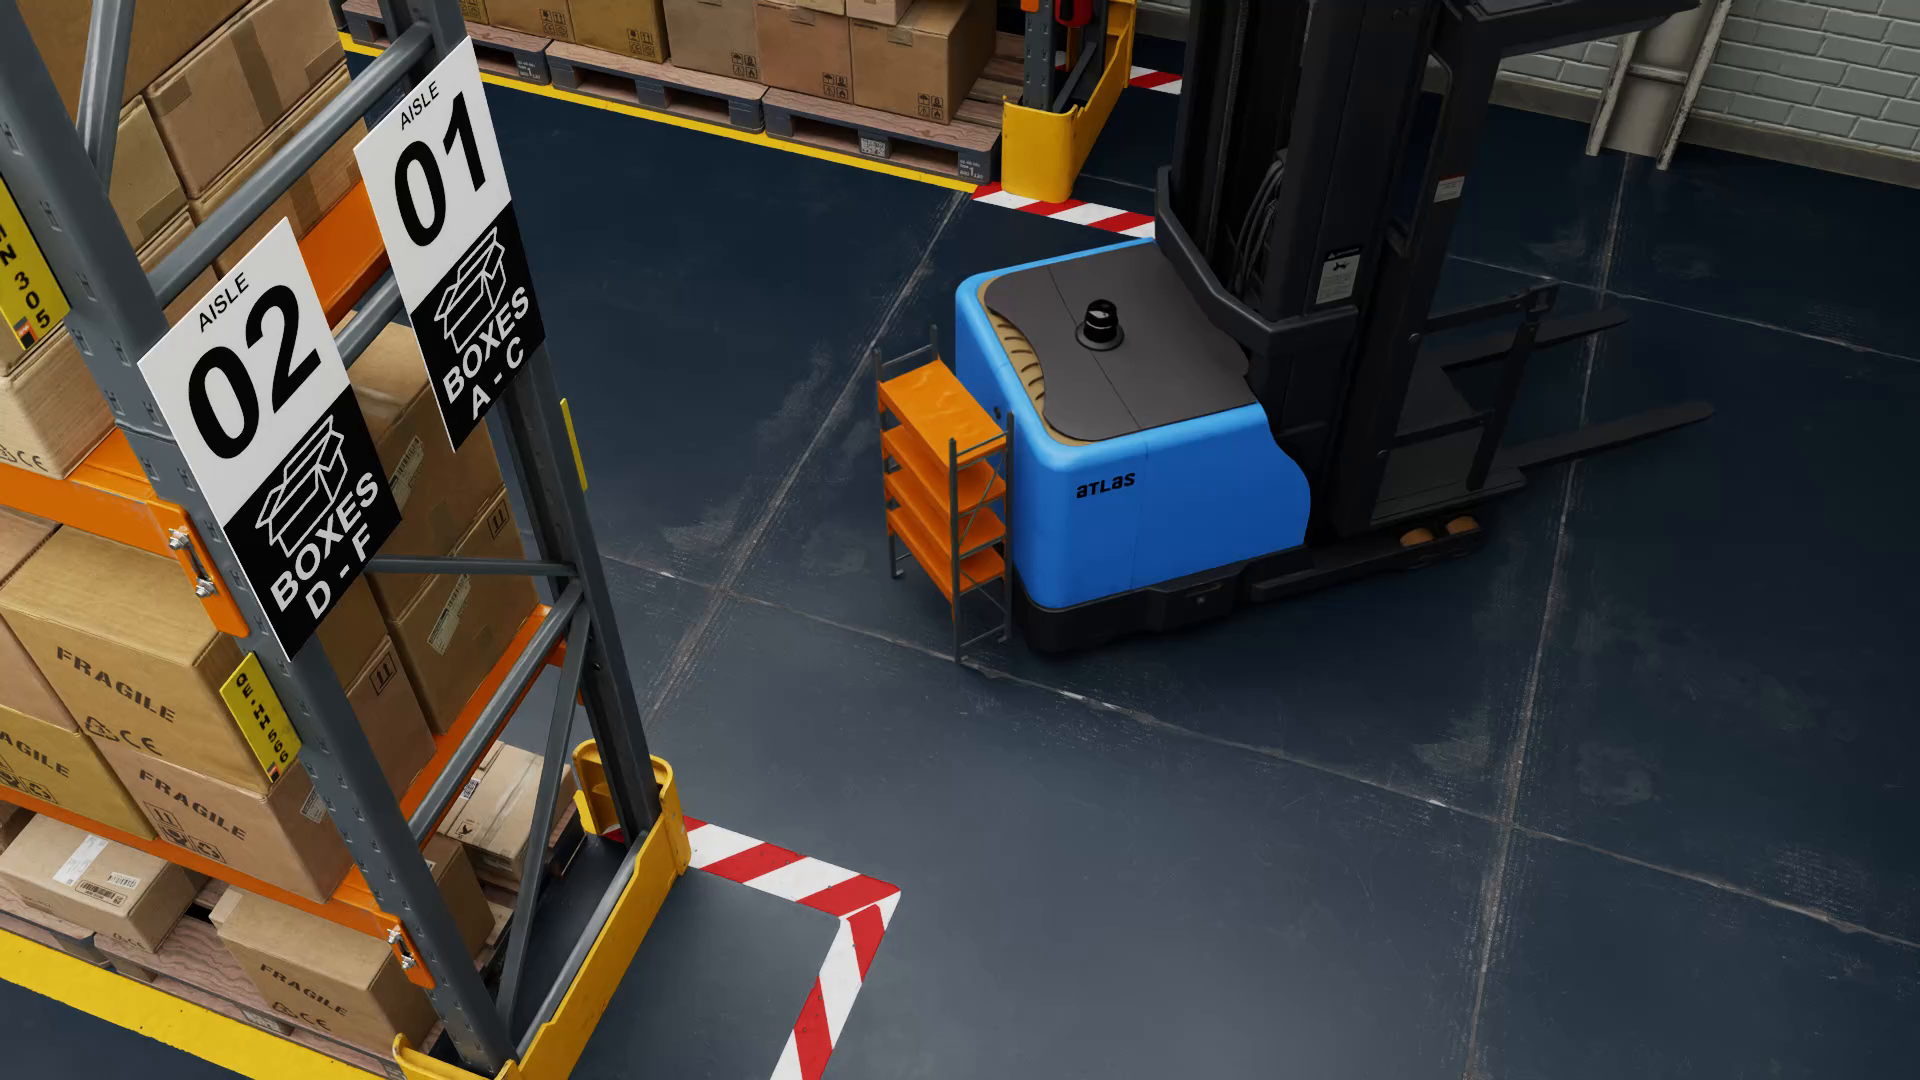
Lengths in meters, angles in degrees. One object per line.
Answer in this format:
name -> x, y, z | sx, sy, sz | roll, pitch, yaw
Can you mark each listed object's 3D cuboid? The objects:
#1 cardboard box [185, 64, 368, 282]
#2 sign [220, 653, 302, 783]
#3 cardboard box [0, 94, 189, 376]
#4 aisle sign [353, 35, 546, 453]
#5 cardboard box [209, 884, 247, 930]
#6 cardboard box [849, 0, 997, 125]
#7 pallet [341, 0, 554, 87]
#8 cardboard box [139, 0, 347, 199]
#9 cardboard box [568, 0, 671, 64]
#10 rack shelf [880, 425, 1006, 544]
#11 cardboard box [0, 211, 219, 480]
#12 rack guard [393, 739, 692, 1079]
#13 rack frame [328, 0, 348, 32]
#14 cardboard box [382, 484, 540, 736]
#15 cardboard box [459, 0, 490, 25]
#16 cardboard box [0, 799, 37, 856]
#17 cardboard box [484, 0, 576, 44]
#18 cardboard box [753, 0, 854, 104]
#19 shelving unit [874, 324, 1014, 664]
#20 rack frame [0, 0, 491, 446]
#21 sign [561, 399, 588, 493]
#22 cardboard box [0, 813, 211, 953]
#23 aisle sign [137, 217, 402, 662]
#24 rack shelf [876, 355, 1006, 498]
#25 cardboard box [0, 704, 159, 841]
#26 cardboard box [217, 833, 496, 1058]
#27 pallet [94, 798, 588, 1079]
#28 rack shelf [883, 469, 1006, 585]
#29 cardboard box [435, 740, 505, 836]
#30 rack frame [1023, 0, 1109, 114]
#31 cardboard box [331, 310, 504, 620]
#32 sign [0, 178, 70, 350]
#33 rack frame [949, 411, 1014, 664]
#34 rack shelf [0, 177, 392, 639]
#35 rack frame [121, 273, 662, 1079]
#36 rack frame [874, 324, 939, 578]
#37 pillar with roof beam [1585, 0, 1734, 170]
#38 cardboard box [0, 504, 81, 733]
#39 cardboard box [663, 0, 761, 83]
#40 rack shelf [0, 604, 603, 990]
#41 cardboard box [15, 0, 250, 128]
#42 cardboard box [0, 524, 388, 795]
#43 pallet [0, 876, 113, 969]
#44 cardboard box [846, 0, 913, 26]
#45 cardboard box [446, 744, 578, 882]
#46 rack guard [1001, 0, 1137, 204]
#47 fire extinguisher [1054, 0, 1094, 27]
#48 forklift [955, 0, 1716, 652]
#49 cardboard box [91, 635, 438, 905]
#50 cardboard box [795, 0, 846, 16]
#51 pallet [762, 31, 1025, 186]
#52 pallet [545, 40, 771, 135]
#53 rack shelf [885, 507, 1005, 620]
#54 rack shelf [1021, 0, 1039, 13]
cardboard box -> -1.585, -0.793, 3.433 | 0.500, 0.250, 0.500 | 16, 51, 13
sign -> -1.402, 0.361, 3.344 | 0.005, 0.325, 0.100 | 16, 51, 13
cardboard box -> -1.761, -0.595, 2.931 | 0.500, 0.250, 0.500 | 16, 51, 13
aisle sign -> -1.025, -0.586, 3.419 | 0.004, 0.787, 0.394 | 16, 51, 13
cardboard box -> -2.135, 1.102, 5.261 | 0.250, 0.166, 0.380 | 16, 51, 13
cardboard box -> -0.169, -2.488, 8.164 | 0.500, 0.500, 0.700 | 16, 51, 13
pallet -> -2.544, -2.937, 9.022 | 1.213, 0.211, 1.003 | 16, 51, 13
cardboard box -> -1.583, -0.961, 3.248 | 0.500, 0.250, 0.500 | 16, 51, 13
cardboard box -> -1.613, -2.885, 8.508 | 0.500, 0.500, 0.700 | 17, 51, 14
rack shelf -> -0.050, -0.236, 5.817 | 0.258, 0.148, 0.480 | -25, 54, -19
cardboard box -> -1.764, -0.426, 3.115 | 0.500, 0.250, 0.500 | 16, 51, 13
rack guard -> -1.262, 1.254, 5.199 | 0.348, 0.500, 1.175 | 16, 51, 13
rack frame -> -3.230, -4.104, 8.189 | 0.127, 3.000, 1.000 | 16, 51, 13
cardboard box -> -1.516, 0.120, 4.462 | 0.500, 0.500, 0.500 | 17, 51, 14
cardboard box -> -2.564, -3.155, 8.742 | 0.500, 0.500, 0.700 | 16, 51, 14
cardboard box -> -3.179, 0.570, 5.499 | 0.637, 0.503, 0.797 | 16, 51, 13
cardboard box -> -2.094, -3.021, 8.626 | 0.500, 0.500, 0.700 | 15, 51, 13
cardboard box -> -0.639, -2.619, 8.278 | 0.500, 0.500, 0.700 | 15, 51, 13
shelving unit -> -0.048, -0.135, 5.936 | 0.258, 1.200, 0.503 | -25, 54, -19
rack frame -> -1.191, -1.509, 1.970 | 0.127, 3.000, 1.000 | 16, 51, 13
sign -> -1.003, -0.213, 4.243 | 0.005, 0.325, 0.100 | 16, 51, 13
cardboard box -> -2.667, 0.974, 5.316 | 0.500, 0.250, 0.500 | 16, 51, 13
aisle sign -> -1.233, -0.161, 3.051 | 0.004, 0.787, 0.394 | 16, 51, 13
rack shelf -> -0.053, -0.389, 5.637 | 0.258, 0.148, 0.480 | -25, 54, -19
cardboard box -> -2.193, 0.365, 4.249 | 0.500, 0.500, 0.500 | 16, 51, 13
cardboard box -> -1.786, 1.162, 4.987 | 0.500, 0.500, 0.500 | 16, 51, 13
pallet -> -2.011, 1.141, 5.488 | 1.213, 0.211, 1.003 | 16, 51, 13
rack shelf -> -0.047, -0.091, 5.987 | 0.258, 0.148, 0.480 | -25, 54, -19
cardboard box -> -1.699, 0.821, 5.504 | 0.250, 0.166, 0.380 | 16, 51, 13
rack frame -> 0.522, -3.057, 7.281 | 0.127, 3.000, 1.000 | 16, 51, 13
cardboard box -> -1.516, -0.208, 4.084 | 0.500, 0.500, 0.500 | 17, 51, 14
sign -> -1.402, -0.429, 2.432 | 0.005, 0.325, 0.100 | 16, 51, 13
rack frame -> 0.078, 0.023, 5.799 | 0.240, 1.200, 0.015 | -25, 54, -19
rack shelf -> -3.067, -0.815, 3.829 | 4.000, 0.370, 1.077 | 16, 51, 13
rack frame -> -1.191, 0.455, 4.237 | 0.127, 3.000, 1.000 | 16, 51, 13
rack frame -> -0.174, -0.292, 6.073 | 0.240, 1.200, 0.015 | -25, 54, -19
pillar with roof beam -> 1.863, -1.876, 2.288 | 0.400, 9.000, 9.100 | 16, 51, 13
cardboard box -> -2.178, 0.042, 3.868 | 0.500, 0.500, 0.500 | 17, 51, 14
cardboard box -> -1.111, -2.751, 8.392 | 0.500, 0.500, 0.700 | 14, 51, 12
rack shelf -> -3.067, 0.167, 4.963 | 4.000, 0.370, 1.077 | 16, 51, 13
cardboard box -> -1.679, -1.010, 2.794 | 0.500, 0.500, 0.700 | 16, 51, 13
cardboard box -> -1.704, 0.174, 3.753 | 0.500, 0.500, 0.500 | 15, 51, 13
pallet -> -3.151, 0.820, 5.766 | 1.213, 0.211, 1.003 | 16, 51, 13
cardboard box -> -0.353, -2.605, 7.837 | 0.250, 0.149, 0.380 | 15, 51, 13
cardboard box -> -1.465, 0.892, 5.454 | 0.250, 0.149, 0.380 | 16, 51, 13
rack guard -> 0.545, -2.232, 8.220 | 0.348, 0.500, 1.175 | 16, 51, 13
fire extinguisher -> 0.504, -2.543, 7.134 | 0.183, 0.674, 0.296 | 16, 51, 13
forklift -> 1.544, -1.215, 5.730 | 3.031, 2.935, 1.130 | -14, 51, -12
cardboard box -> -1.706, 0.498, 4.134 | 0.500, 0.500, 0.500 | 17, 51, 14
cardboard box -> -0.593, -2.672, 7.894 | 0.250, 0.149, 0.380 | 17, 51, 14
pallet -> -0.255, -2.298, 8.468 | 1.213, 0.211, 1.003 | 16, 51, 13
pallet -> -1.396, -2.618, 8.746 | 1.213, 0.211, 1.003 | 16, 51, 13
rack shelf -> -0.044, 0.038, 6.139 | 0.258, 0.148, 0.480 | -25, 54, -19
rack shelf -> -1.354, -3.345, 8.007 | 4.000, 0.370, 1.077 | 16, 51, 13
